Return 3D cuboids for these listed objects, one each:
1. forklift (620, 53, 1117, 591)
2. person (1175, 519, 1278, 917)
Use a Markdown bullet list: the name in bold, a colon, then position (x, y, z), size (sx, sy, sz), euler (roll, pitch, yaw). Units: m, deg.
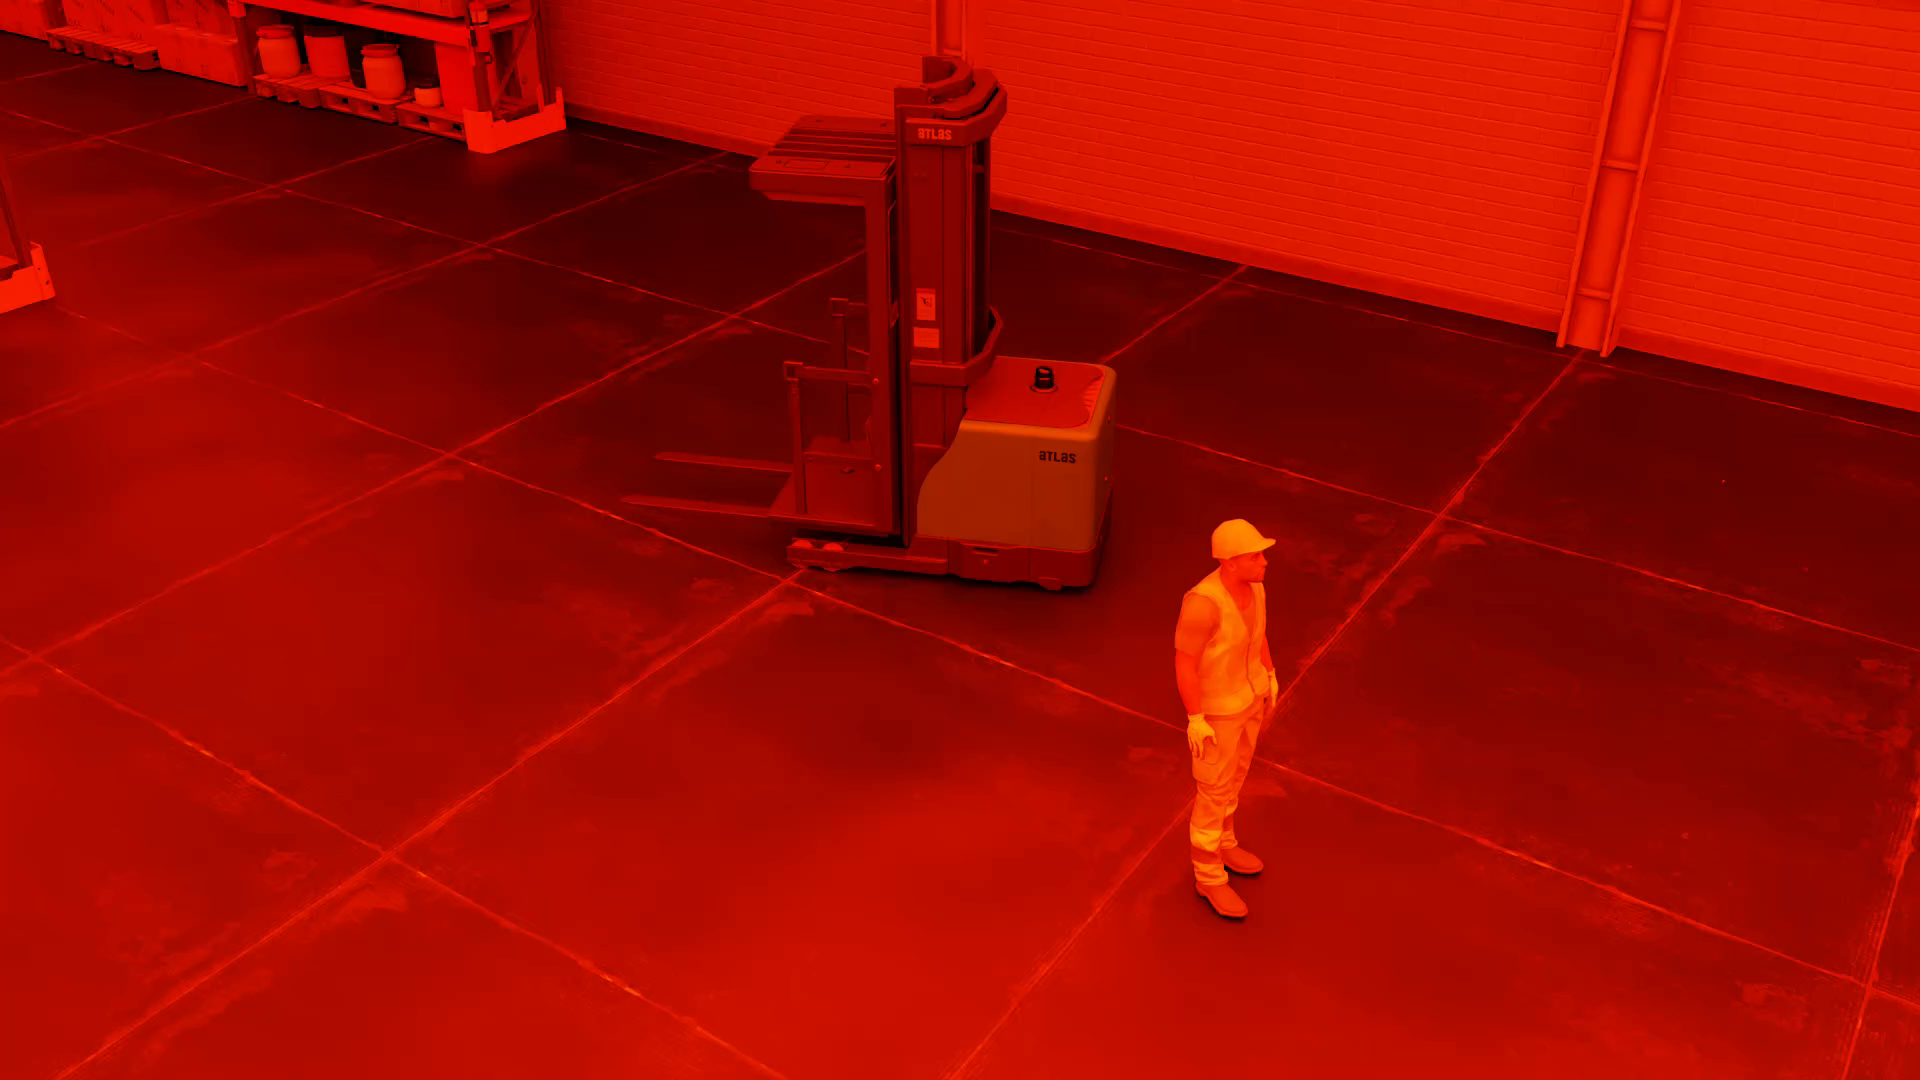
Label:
- **forklift**: position (-0.596, -1.330, 9.871), size (3.031, 2.935, 1.130), euler (6, 31, 10)
- **person**: position (1.252, 0.757, 7.399), size (0.564, 1.787, 0.637), euler (25, 38, 36)
